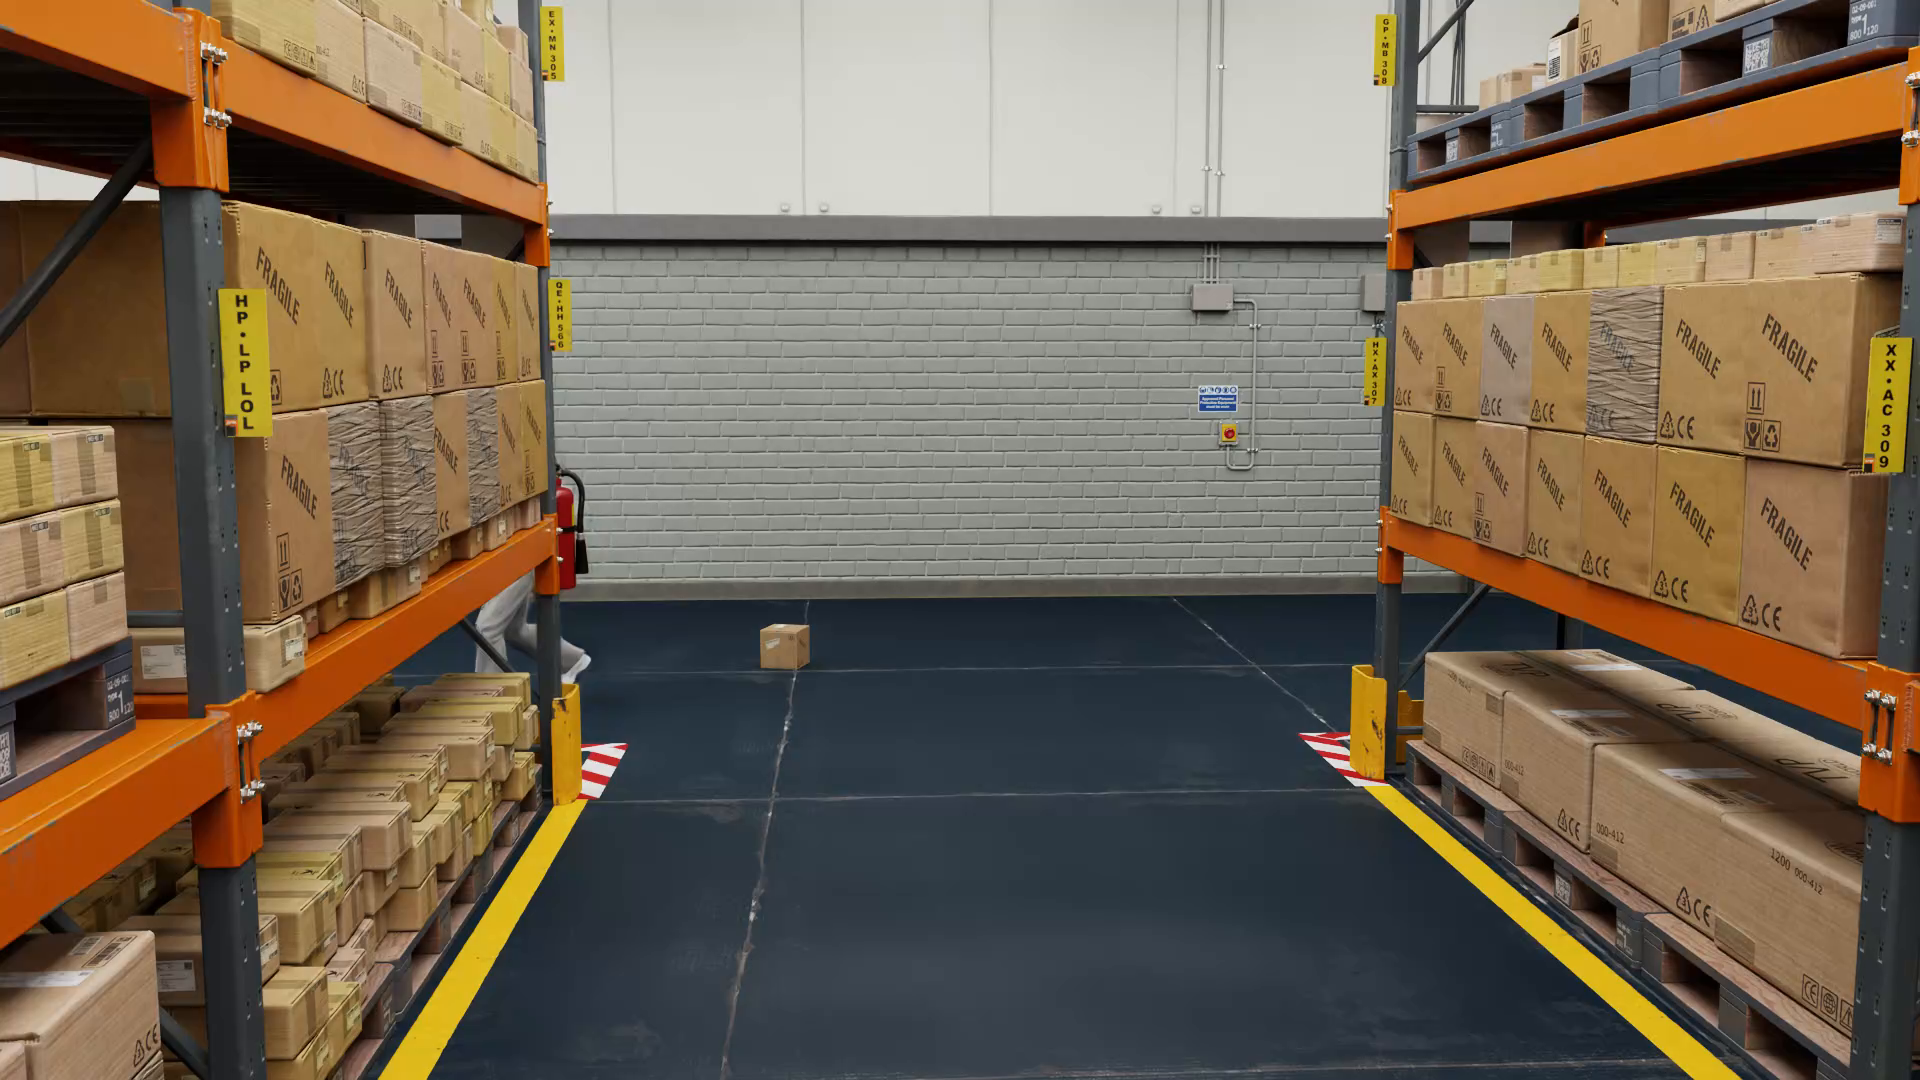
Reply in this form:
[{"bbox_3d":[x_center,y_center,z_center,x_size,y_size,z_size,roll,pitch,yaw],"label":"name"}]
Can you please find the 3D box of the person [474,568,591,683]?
[{"bbox_3d":[-2.483,0.165,9.381,0.906,1.628,0.446,-6,9,-39],"label":"person"}]
